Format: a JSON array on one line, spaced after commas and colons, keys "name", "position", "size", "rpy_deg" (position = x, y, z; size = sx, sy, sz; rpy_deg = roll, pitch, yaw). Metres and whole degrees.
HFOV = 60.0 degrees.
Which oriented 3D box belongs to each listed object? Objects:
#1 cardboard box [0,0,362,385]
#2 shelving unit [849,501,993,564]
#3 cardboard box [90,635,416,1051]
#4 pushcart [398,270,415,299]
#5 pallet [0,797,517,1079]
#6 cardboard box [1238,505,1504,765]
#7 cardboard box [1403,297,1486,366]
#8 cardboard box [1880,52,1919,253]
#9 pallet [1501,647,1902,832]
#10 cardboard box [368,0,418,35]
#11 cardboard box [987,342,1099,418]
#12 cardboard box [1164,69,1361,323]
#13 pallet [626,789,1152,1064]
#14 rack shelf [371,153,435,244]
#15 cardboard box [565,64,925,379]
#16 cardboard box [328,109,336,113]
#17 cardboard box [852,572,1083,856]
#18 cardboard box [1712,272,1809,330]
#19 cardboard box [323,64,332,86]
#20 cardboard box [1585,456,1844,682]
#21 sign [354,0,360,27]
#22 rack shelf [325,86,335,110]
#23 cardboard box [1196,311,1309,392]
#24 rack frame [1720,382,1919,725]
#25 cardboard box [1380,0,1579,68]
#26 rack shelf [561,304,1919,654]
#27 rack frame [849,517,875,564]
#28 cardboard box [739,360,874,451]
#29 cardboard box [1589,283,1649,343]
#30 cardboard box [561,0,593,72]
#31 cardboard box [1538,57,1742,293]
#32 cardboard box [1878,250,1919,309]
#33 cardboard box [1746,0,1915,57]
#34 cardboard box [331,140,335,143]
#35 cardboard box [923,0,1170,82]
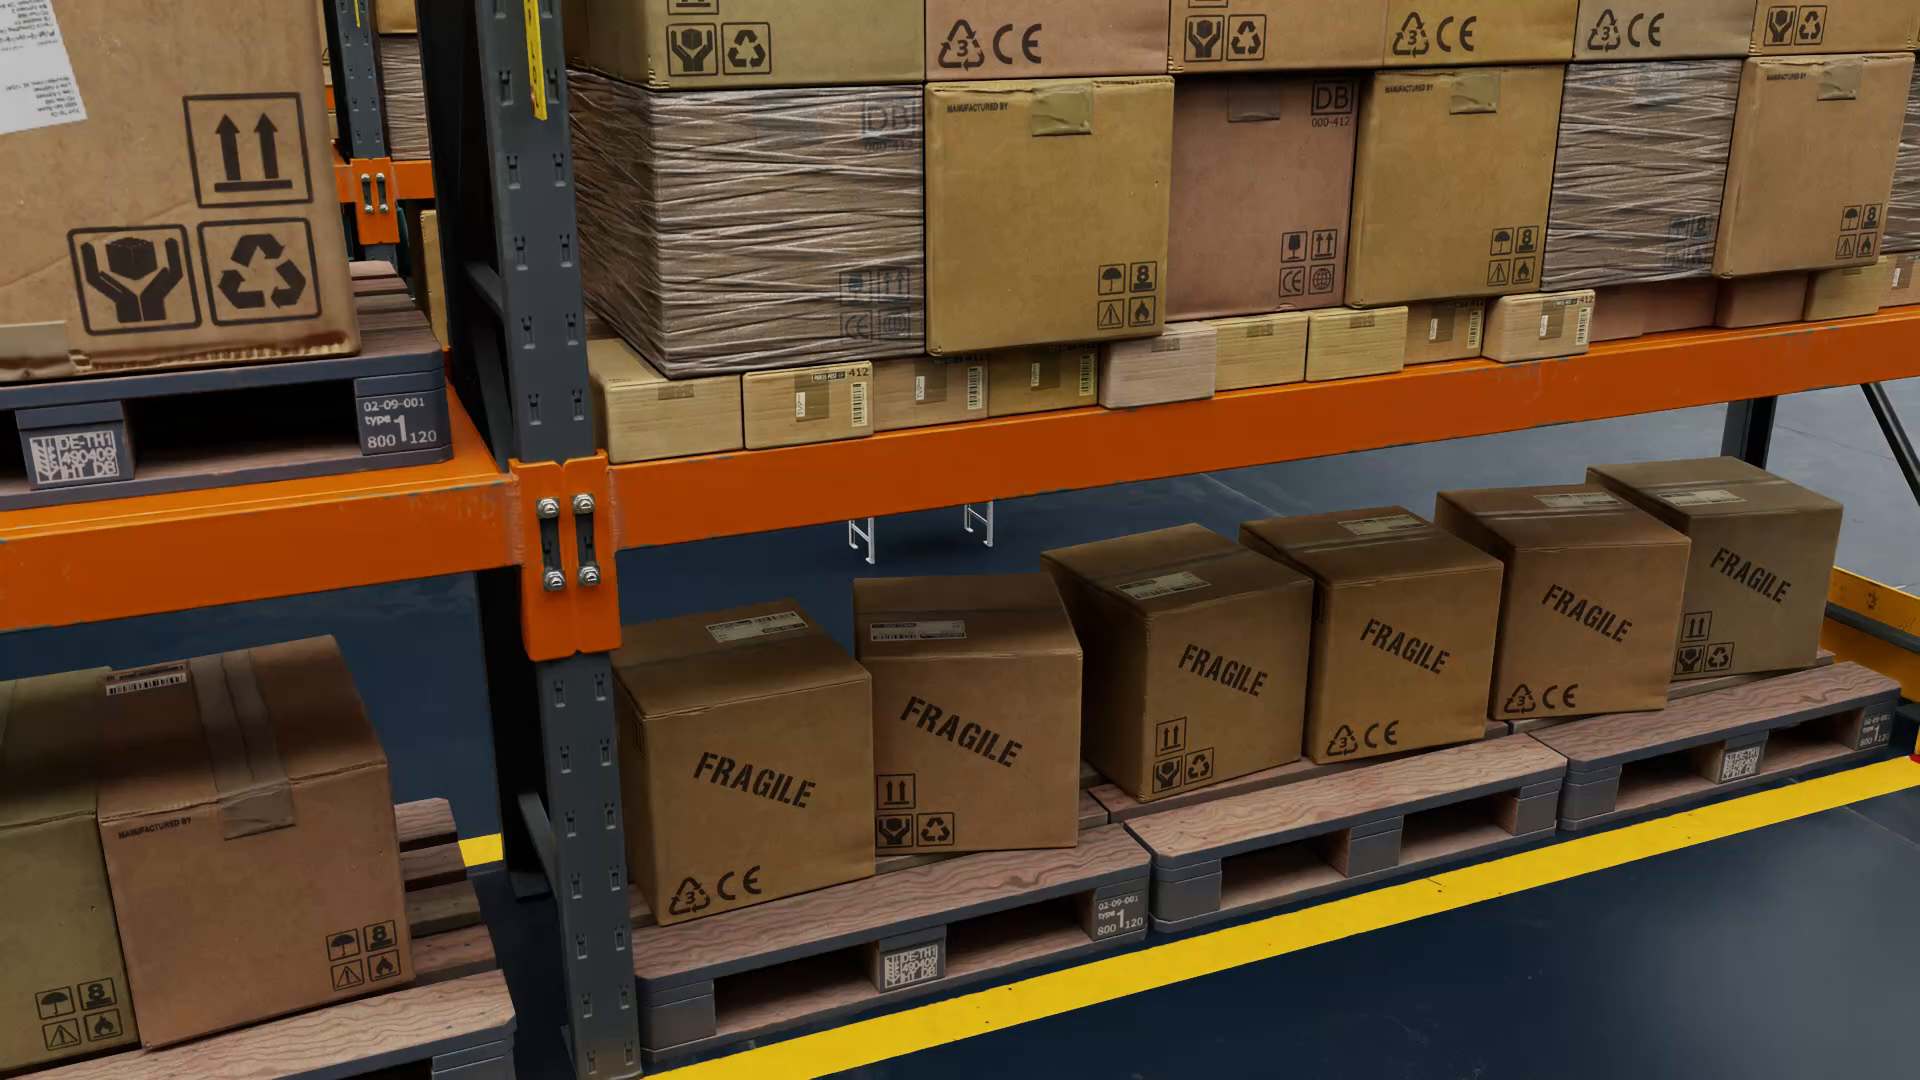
[{"name": "cardboard box", "position": [-1.688, -0.878, 2.963], "size": [1.000, 1.000, 1.000], "rpy_deg": [-8, 21, -22]}, {"name": "shelving unit", "position": [-0.152, -0.544, 6.261], "size": [0.503, 1.200, 0.258], "rpy_deg": [-8, 21, -22]}, {"name": "cardboard box", "position": [-1.475, 0.587, 3.439], "size": [0.500, 0.500, 0.700], "rpy_deg": [-10, 22, -26]}, {"name": "pushcart", "position": [-3.879, -1.555, 10.371], "size": [0.936, 0.377, 1.648], "rpy_deg": [-17, 26, -40]}, {"name": "pallet", "position": [-1.617, 0.959, 3.479], "size": [1.213, 0.211, 1.003], "rpy_deg": [-8, 21, -22]}, {"name": "cardboard box", "position": [1.072, 0.239, 4.459], "size": [0.500, 0.500, 0.500], "rpy_deg": [-6, 20, -17]}, {"name": "cardboard box", "position": [0.997, -0.525, 3.874], "size": [0.250, 0.149, 0.380], "rpy_deg": [-8, 21, -22]}, {"name": "cardboard box", "position": [2.254, -1.108, 4.555], "size": [0.500, 0.500, 0.875], "rpy_deg": [-8, 21, -22]}, {"name": "pallet", "position": [1.940, 0.437, 4.964], "size": [1.213, 0.211, 1.003], "rpy_deg": [-8, 21, -22]}, {"name": "cardboard box", "position": [-2.422, -2.603, 7.546], "size": [0.550, 0.550, 0.875], "rpy_deg": [-8, 21, -22]}, {"name": "cardboard box", "position": [0.093, -0.383, 3.471], "size": [0.250, 0.149, 0.380], "rpy_deg": [-8, 21, -22]}, {"name": "cardboard box", "position": [0.427, -0.838, 3.787], "size": [0.500, 0.500, 0.875], "rpy_deg": [-8, 21, -22]}, {"name": "pallet", "position": [-0.300, 0.757, 4.053], "size": [1.213, 0.211, 1.003], "rpy_deg": [-8, 21, -22]}, {"name": "rack shelf", "position": [-0.938, -1.908, 8.508], "size": [4.000, 0.370, 1.077], "rpy_deg": [-8, 21, -22]}, {"name": "cardboard box", "position": [-0.465, -0.686, 3.357], "size": [0.500, 0.500, 0.875], "rpy_deg": [-8, 21, -22]}, {"name": "cardboard box", "position": [-6.229, -4.335, 16.319], "size": [0.500, 0.250, 0.500], "rpy_deg": [-8, 21, -23]}, {"name": "cardboard box", "position": [0.003, 0.404, 3.989], "size": [0.500, 0.500, 0.500], "rpy_deg": [-2, 19, -5]}, {"name": "cardboard box", "position": [1.915, -0.656, 4.248], "size": [0.250, 0.149, 0.380], "rpy_deg": [-8, 21, -22]}, {"name": "cardboard box", "position": [-4.412, -3.306, 11.773], "size": [0.250, 0.149, 0.380], "rpy_deg": [-8, 21, -22]}, {"name": "cardboard box", "position": [2.190, 0.073, 4.929], "size": [0.500, 0.500, 0.500], "rpy_deg": [-4, 20, -12]}, {"name": "sign", "position": [-2.551, -2.329, 6.996], "size": [0.005, 0.325, 0.100], "rpy_deg": [-8, 21, -22]}, {"name": "rack shelf", "position": [-2.992, -3.405, 12.758], "size": [4.000, 0.370, 1.077], "rpy_deg": [-8, 21, -22]}, {"name": "cardboard box", "position": [0.552, -0.449, 3.658], "size": [0.250, 0.149, 0.380], "rpy_deg": [-8, 21, -22]}, {"name": "rack frame", "position": [2.770, -0.985, 4.803], "size": [0.127, 3.000, 1.000], "rpy_deg": [-8, 21, -22]}, {"name": "cardboard box", "position": [0.984, -1.300, 3.595], "size": [0.500, 0.500, 0.500], "rpy_deg": [-8, 21, -22]}, {"name": "rack shelf", "position": [0.934, -0.382, 4.175], "size": [4.000, 0.370, 1.077], "rpy_deg": [-8, 21, -22]}, {"name": "rack frame", "position": [-0.376, -0.512, 6.170], "size": [0.015, 1.200, 0.240], "rpy_deg": [-8, 21, -22]}, {"name": "cardboard box", "position": [-0.352, -0.306, 3.252], "size": [0.250, 0.149, 0.380], "rpy_deg": [-8, 21, -22]}, {"name": "cardboard box", "position": [1.449, -0.596, 4.078], "size": [0.250, 0.149, 0.380], "rpy_deg": [-8, 21, -22]}, {"name": "cardboard box", "position": [-0.599, -1.261, 3.483], "size": [0.500, 0.500, 0.500], "rpy_deg": [-8, 21, -22]}, {"name": "cardboard box", "position": [1.366, -0.953, 4.115], "size": [0.500, 0.500, 0.875], "rpy_deg": [-8, 21, -22]}, {"name": "cardboard box", "position": [2.360, -0.733, 4.466], "size": [0.250, 0.149, 0.380], "rpy_deg": [-8, 21, -22]}, {"name": "cardboard box", "position": [1.906, -1.429, 3.959], "size": [0.500, 0.500, 0.500], "rpy_deg": [-8, 21, -22]}, {"name": "cardboard box", "position": [-6.222, -3.858, 16.470], "size": [0.500, 0.250, 0.500], "rpy_deg": [-8, 21, -21]}, {"name": "cardboard box", "position": [0.070, -1.166, 3.212], "size": [0.500, 0.500, 0.500], "rpy_deg": [-8, 21, -22]}]
